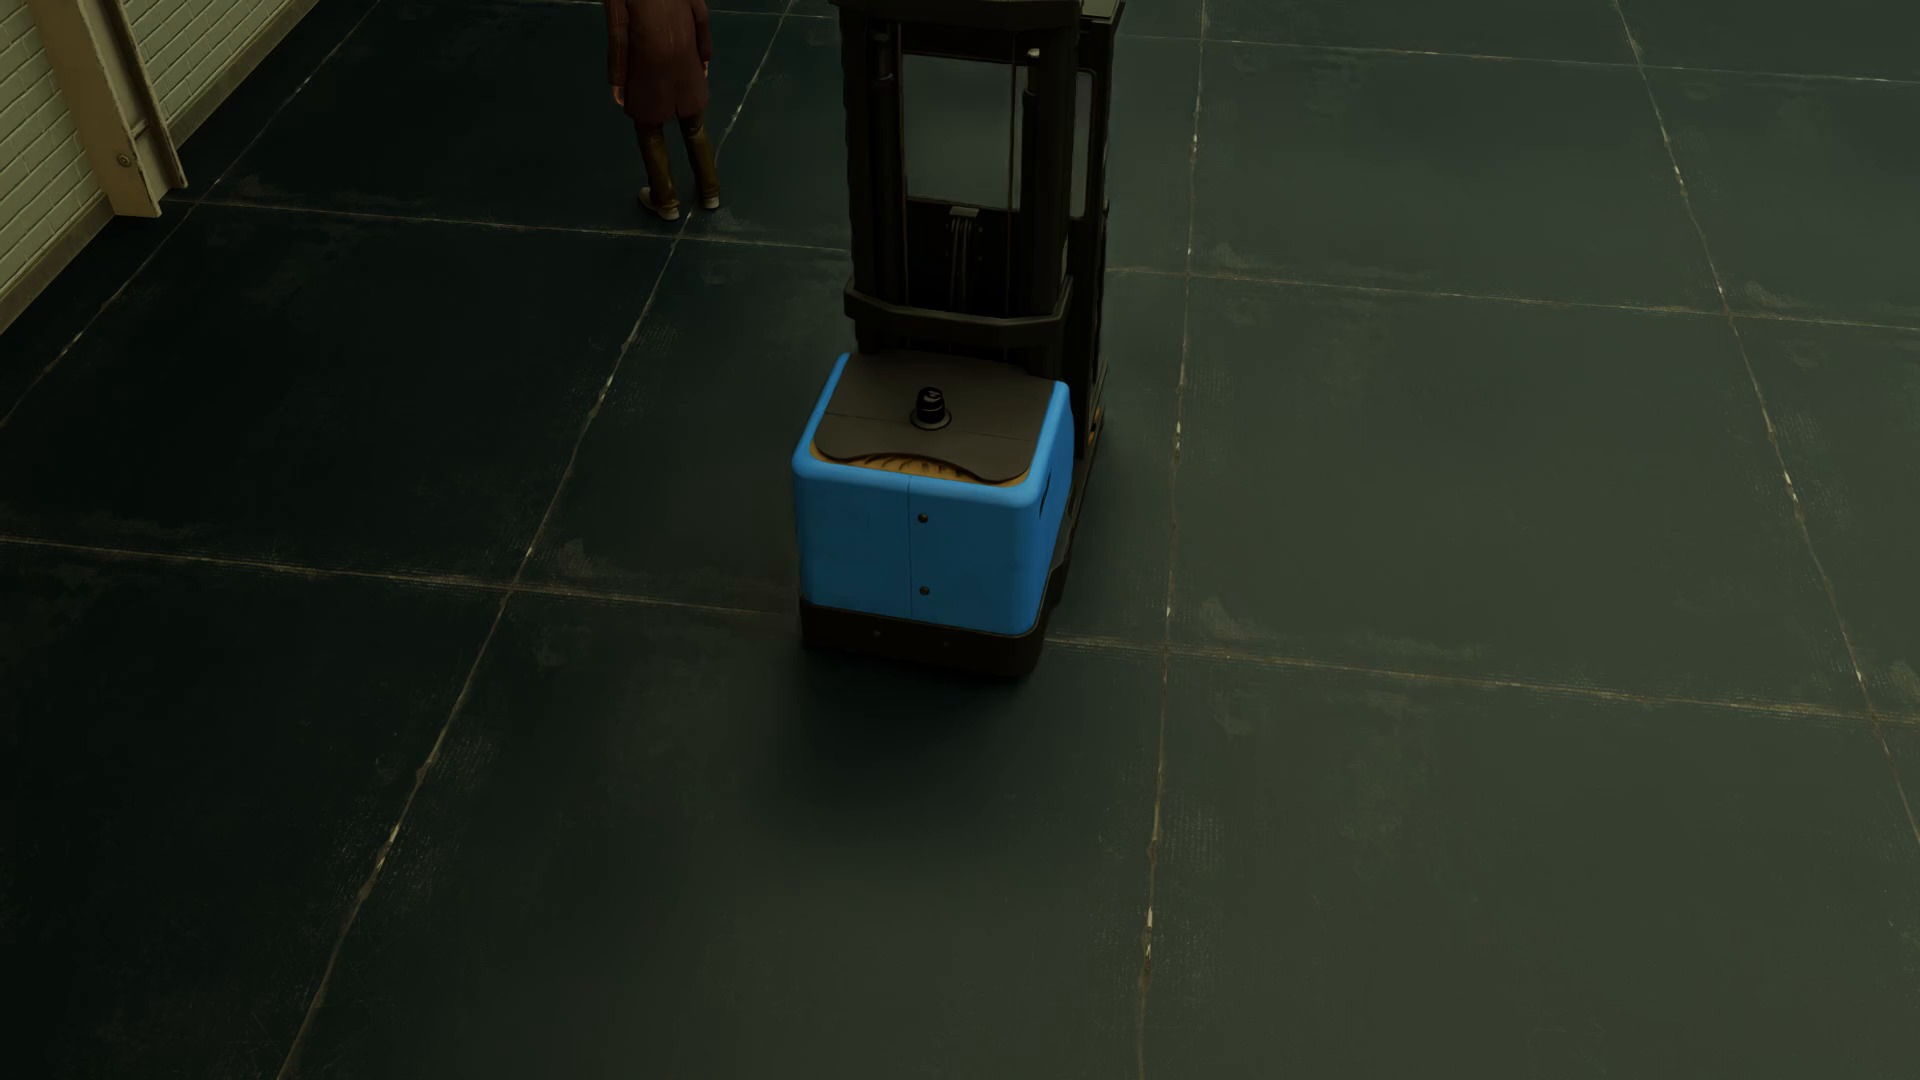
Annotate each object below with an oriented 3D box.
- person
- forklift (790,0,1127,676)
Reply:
[{"bbox_3d":[-1.711,-2.683,9.502,0.649,1.772,0.436,-22,47,-23],"label":"person"},{"bbox_3d":[0.118,-1.503,7.360,1.130,2.935,3.031,8,43,9],"label":"forklift"}]
